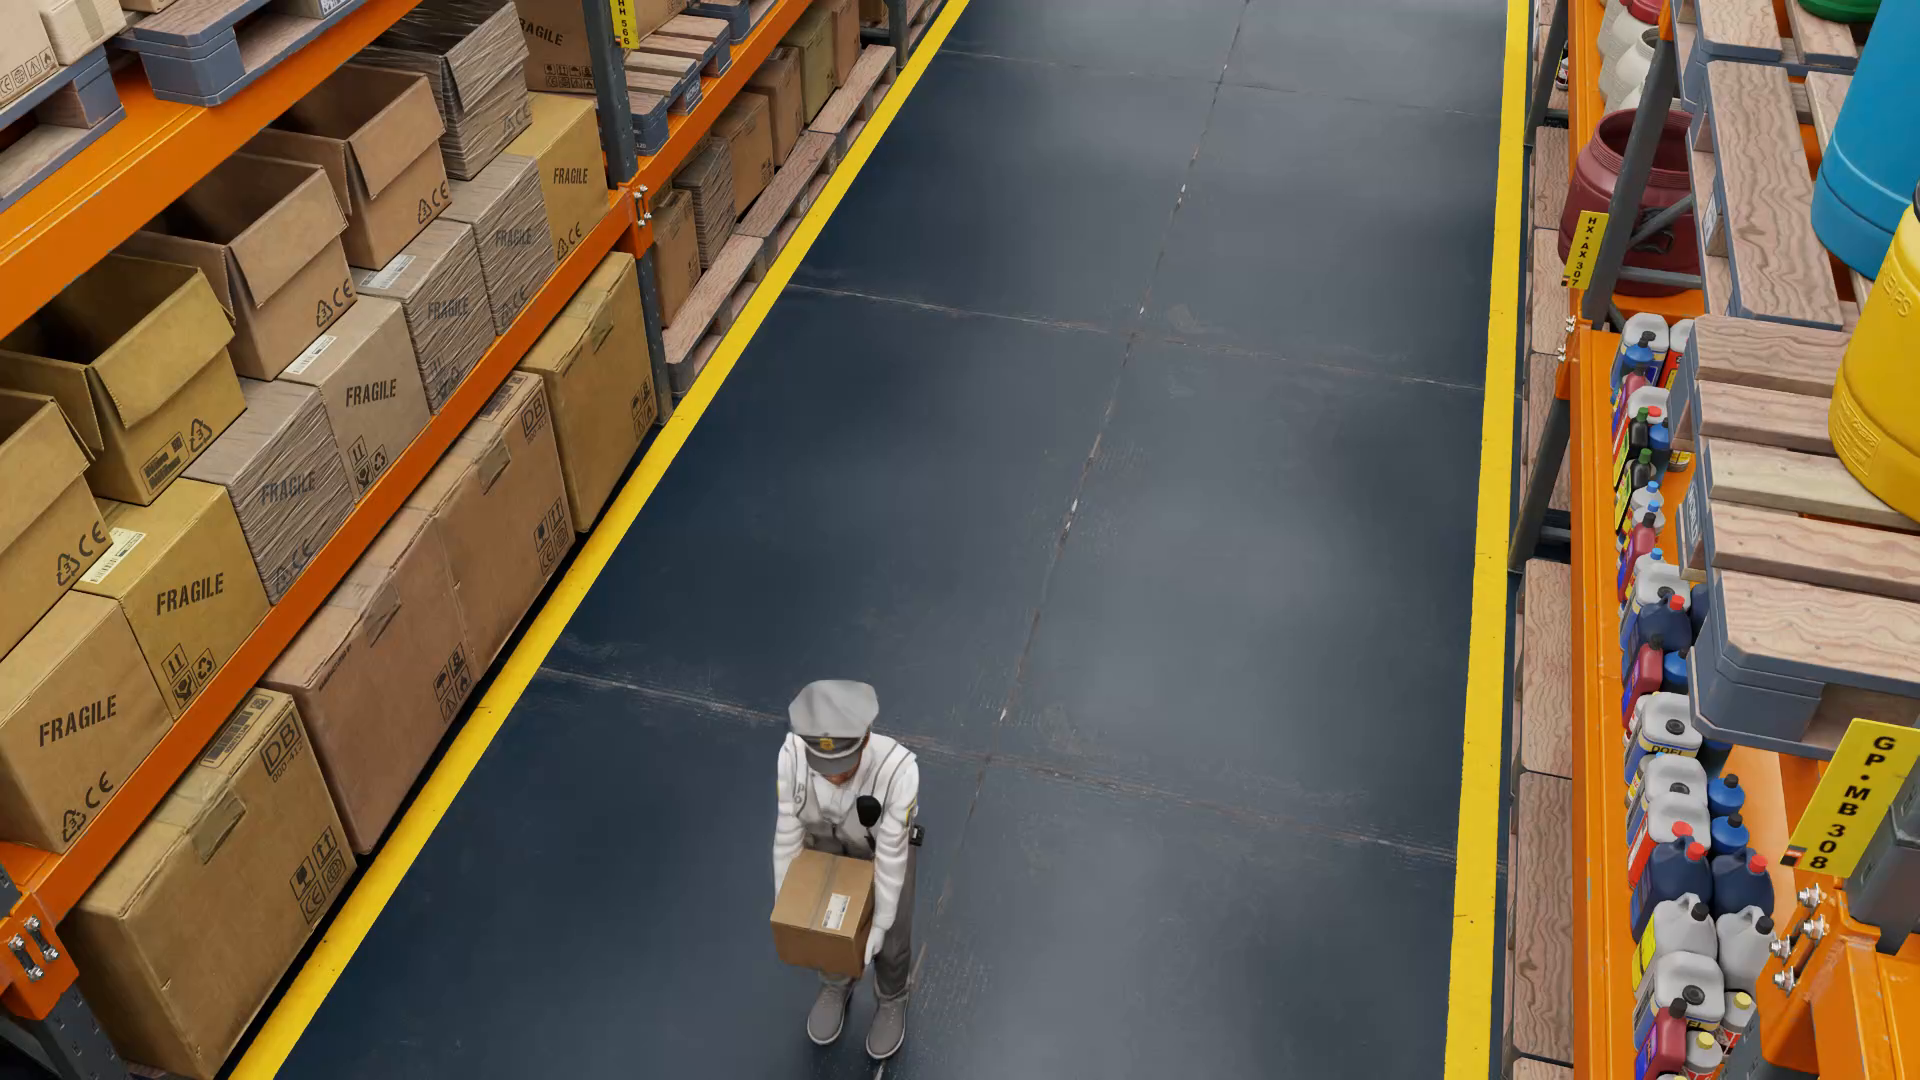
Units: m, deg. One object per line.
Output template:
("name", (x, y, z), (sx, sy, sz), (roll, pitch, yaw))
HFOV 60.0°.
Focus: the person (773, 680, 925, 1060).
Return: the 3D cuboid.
("person", (-0.323, 1.006, 5.042), (0.413, 1.632, 0.555), (9, 42, 10))
